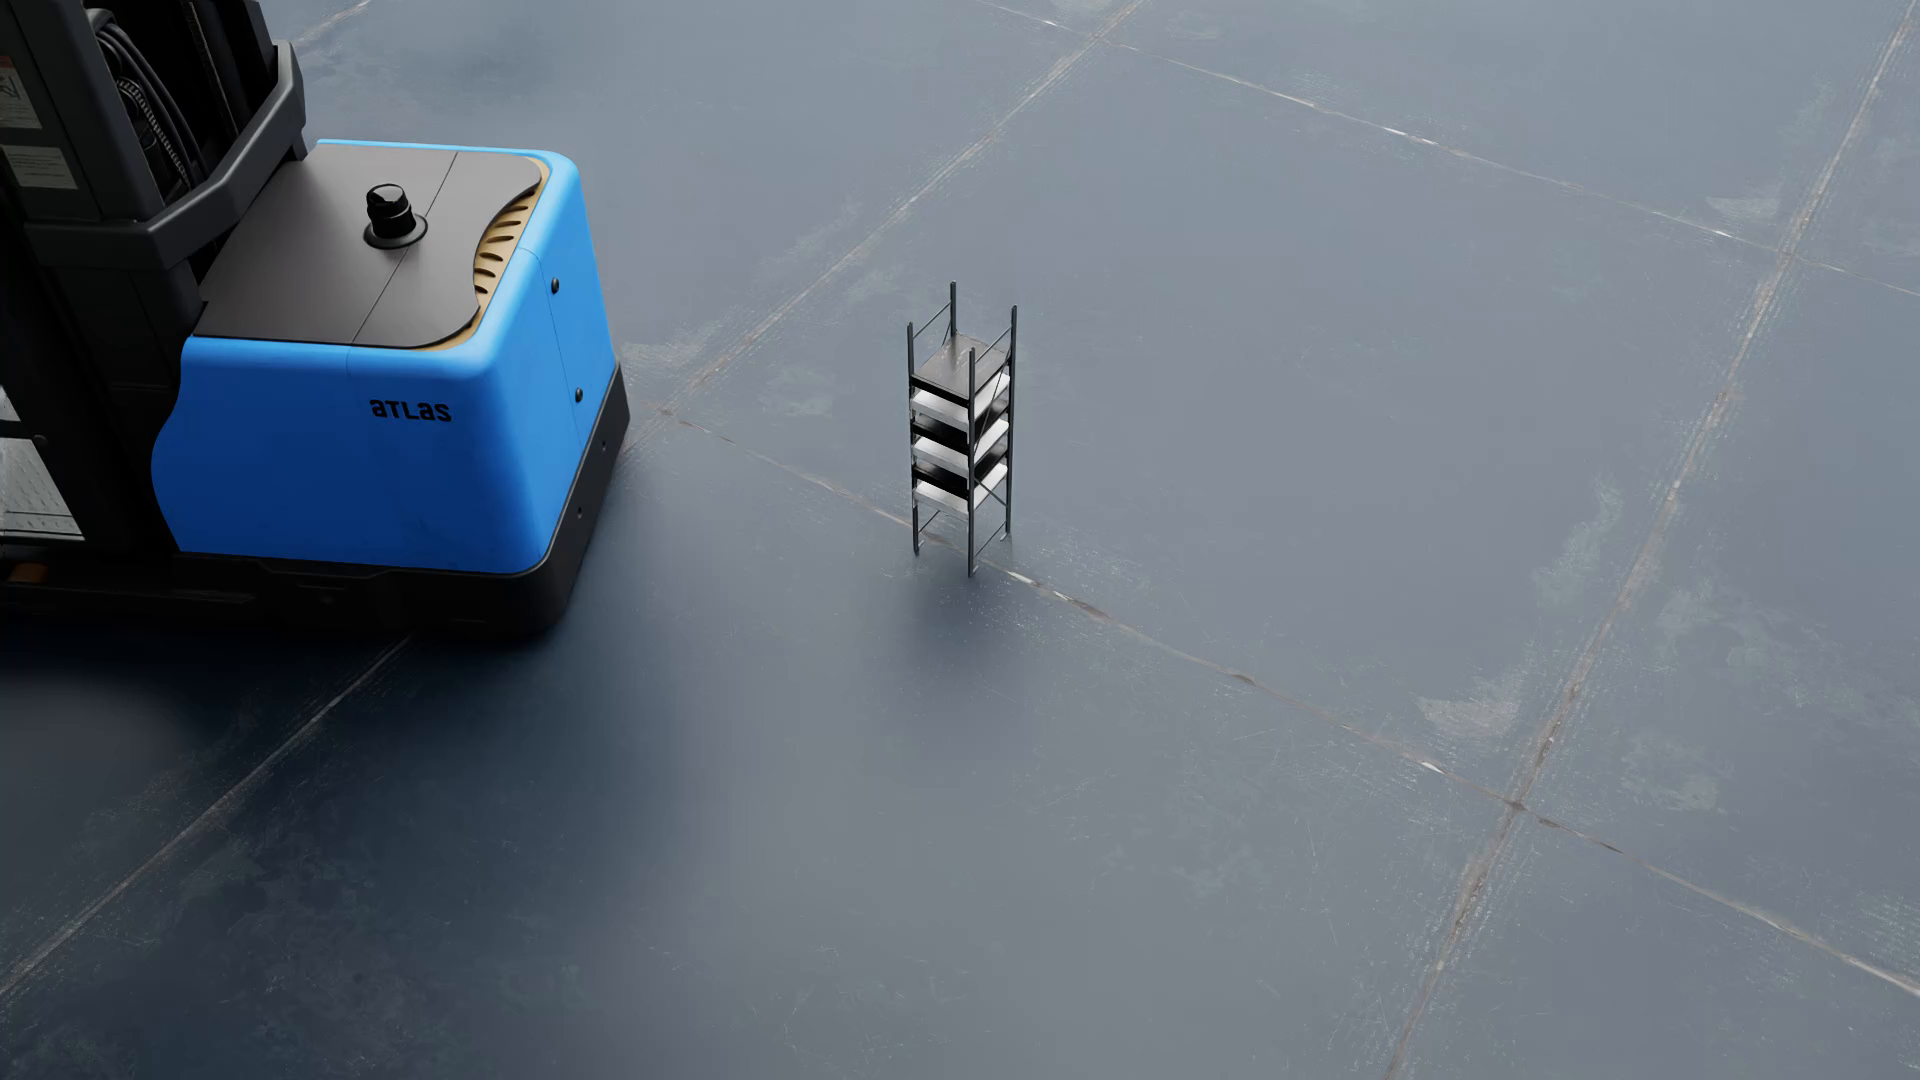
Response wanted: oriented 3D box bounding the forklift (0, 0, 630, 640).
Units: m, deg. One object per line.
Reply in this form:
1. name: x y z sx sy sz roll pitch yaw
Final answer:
1. forklift: -2.648 -1.168 4.344 3.031 2.935 1.130 4 46 4

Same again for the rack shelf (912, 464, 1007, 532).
1. rack shelf: 0.007 -0.162 5.080 0.200 0.077 0.258 25 51 22

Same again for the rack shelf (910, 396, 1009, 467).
1. rack shelf: 0.007 -0.350 4.886 0.200 0.077 0.258 25 51 22

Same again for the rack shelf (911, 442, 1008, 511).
1. rack shelf: 0.007 -0.225 5.016 0.200 0.077 0.258 25 51 22

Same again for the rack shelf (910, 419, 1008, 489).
1. rack shelf: 0.007 -0.287 4.951 0.200 0.077 0.258 25 51 22

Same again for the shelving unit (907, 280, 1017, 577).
1. shelving unit: 0.007 -0.310 4.927 0.210 0.900 0.258 25 51 22

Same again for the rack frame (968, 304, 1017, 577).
1. rack frame: 0.092 -0.271 4.889 0.006 0.900 0.240 25 51 22

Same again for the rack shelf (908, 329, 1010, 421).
1. rack shelf: 0.007 -0.475 4.757 0.200 0.077 0.258 25 51 22

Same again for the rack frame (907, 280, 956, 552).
1. rack frame: -0.079 -0.350 4.965 0.006 0.900 0.240 25 51 22

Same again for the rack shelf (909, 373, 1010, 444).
1. rack shelf: 0.007 -0.413 4.822 0.200 0.077 0.258 25 51 22
